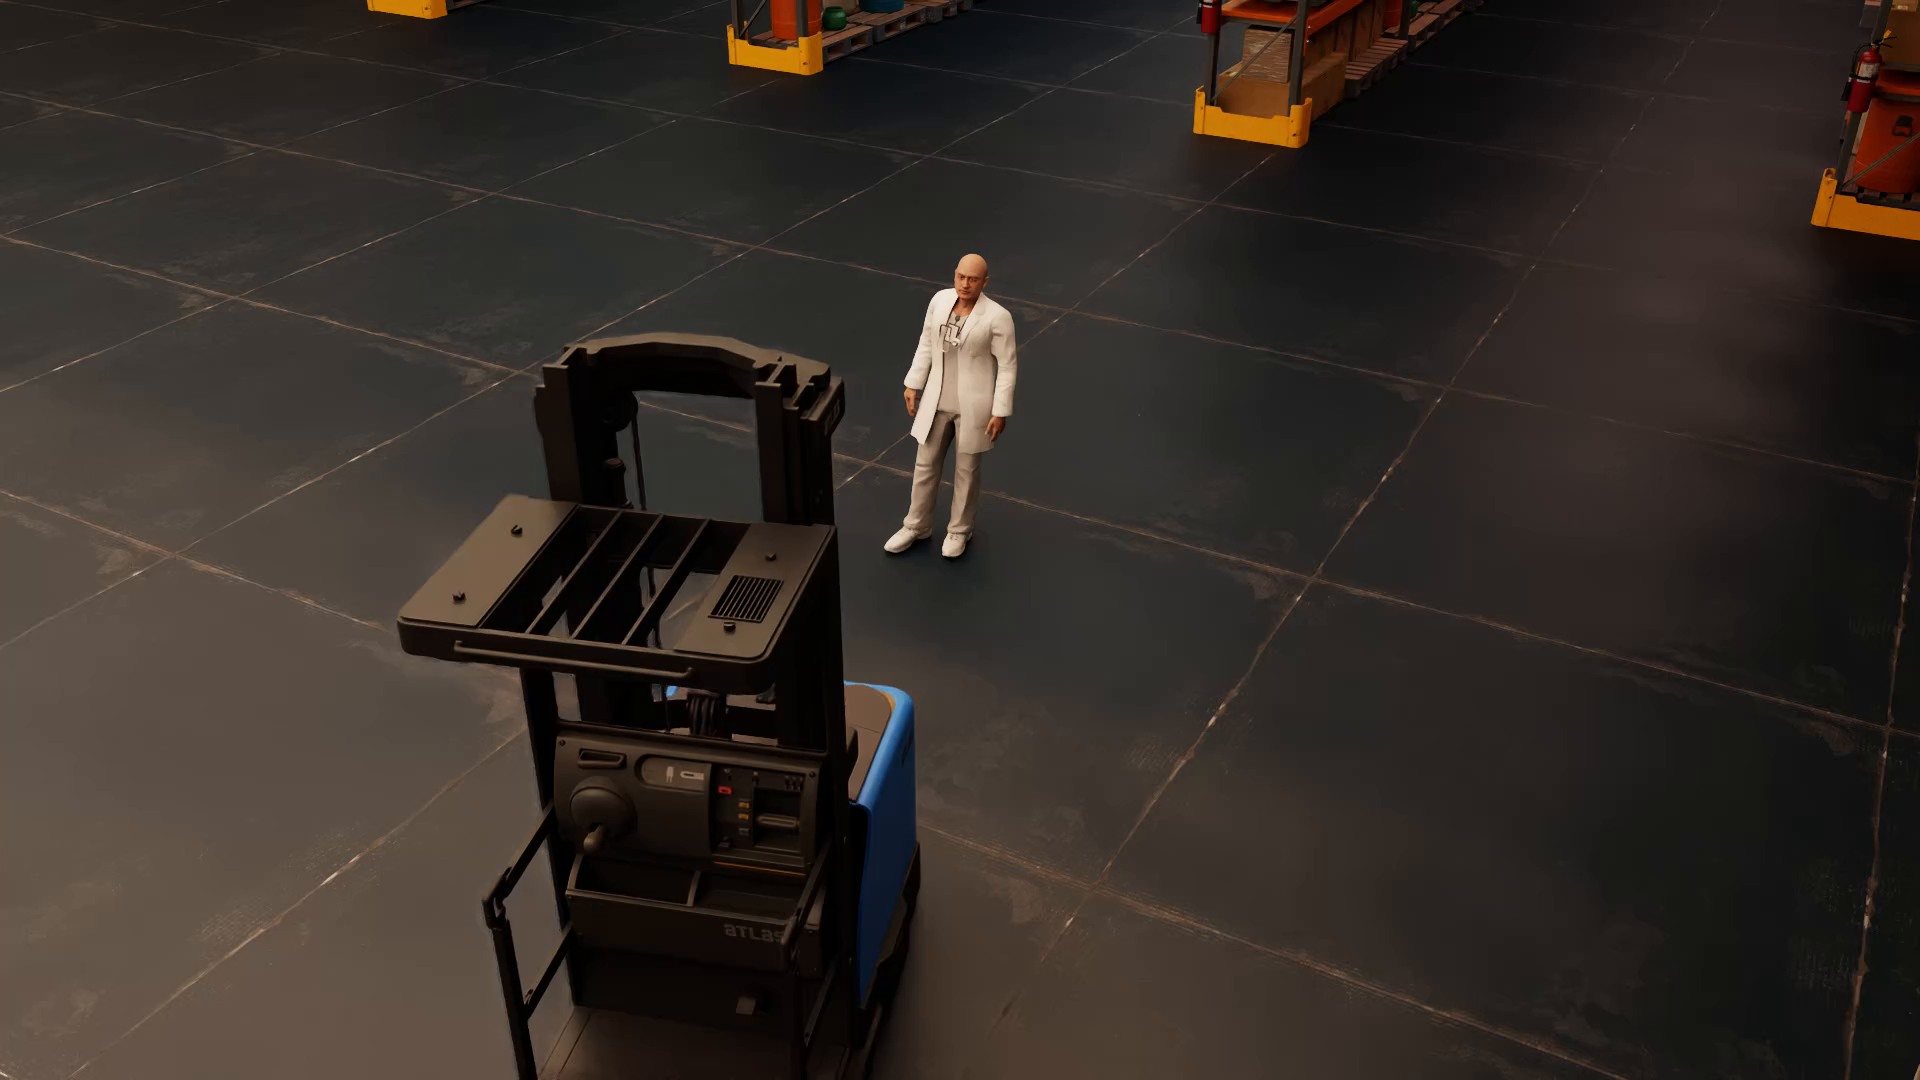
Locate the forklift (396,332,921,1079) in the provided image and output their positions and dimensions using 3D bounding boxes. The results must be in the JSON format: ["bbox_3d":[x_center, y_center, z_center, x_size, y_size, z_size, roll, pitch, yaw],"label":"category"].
[{"bbox_3d":[-0.966,0.942,5.439,1.130,2.935,3.031,6,30,10],"label":"forklift"}]

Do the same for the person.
[{"bbox_3d":[-0.048,-0.737,9.487,0.698,1.778,0.578,15,33,25],"label":"person"}]
